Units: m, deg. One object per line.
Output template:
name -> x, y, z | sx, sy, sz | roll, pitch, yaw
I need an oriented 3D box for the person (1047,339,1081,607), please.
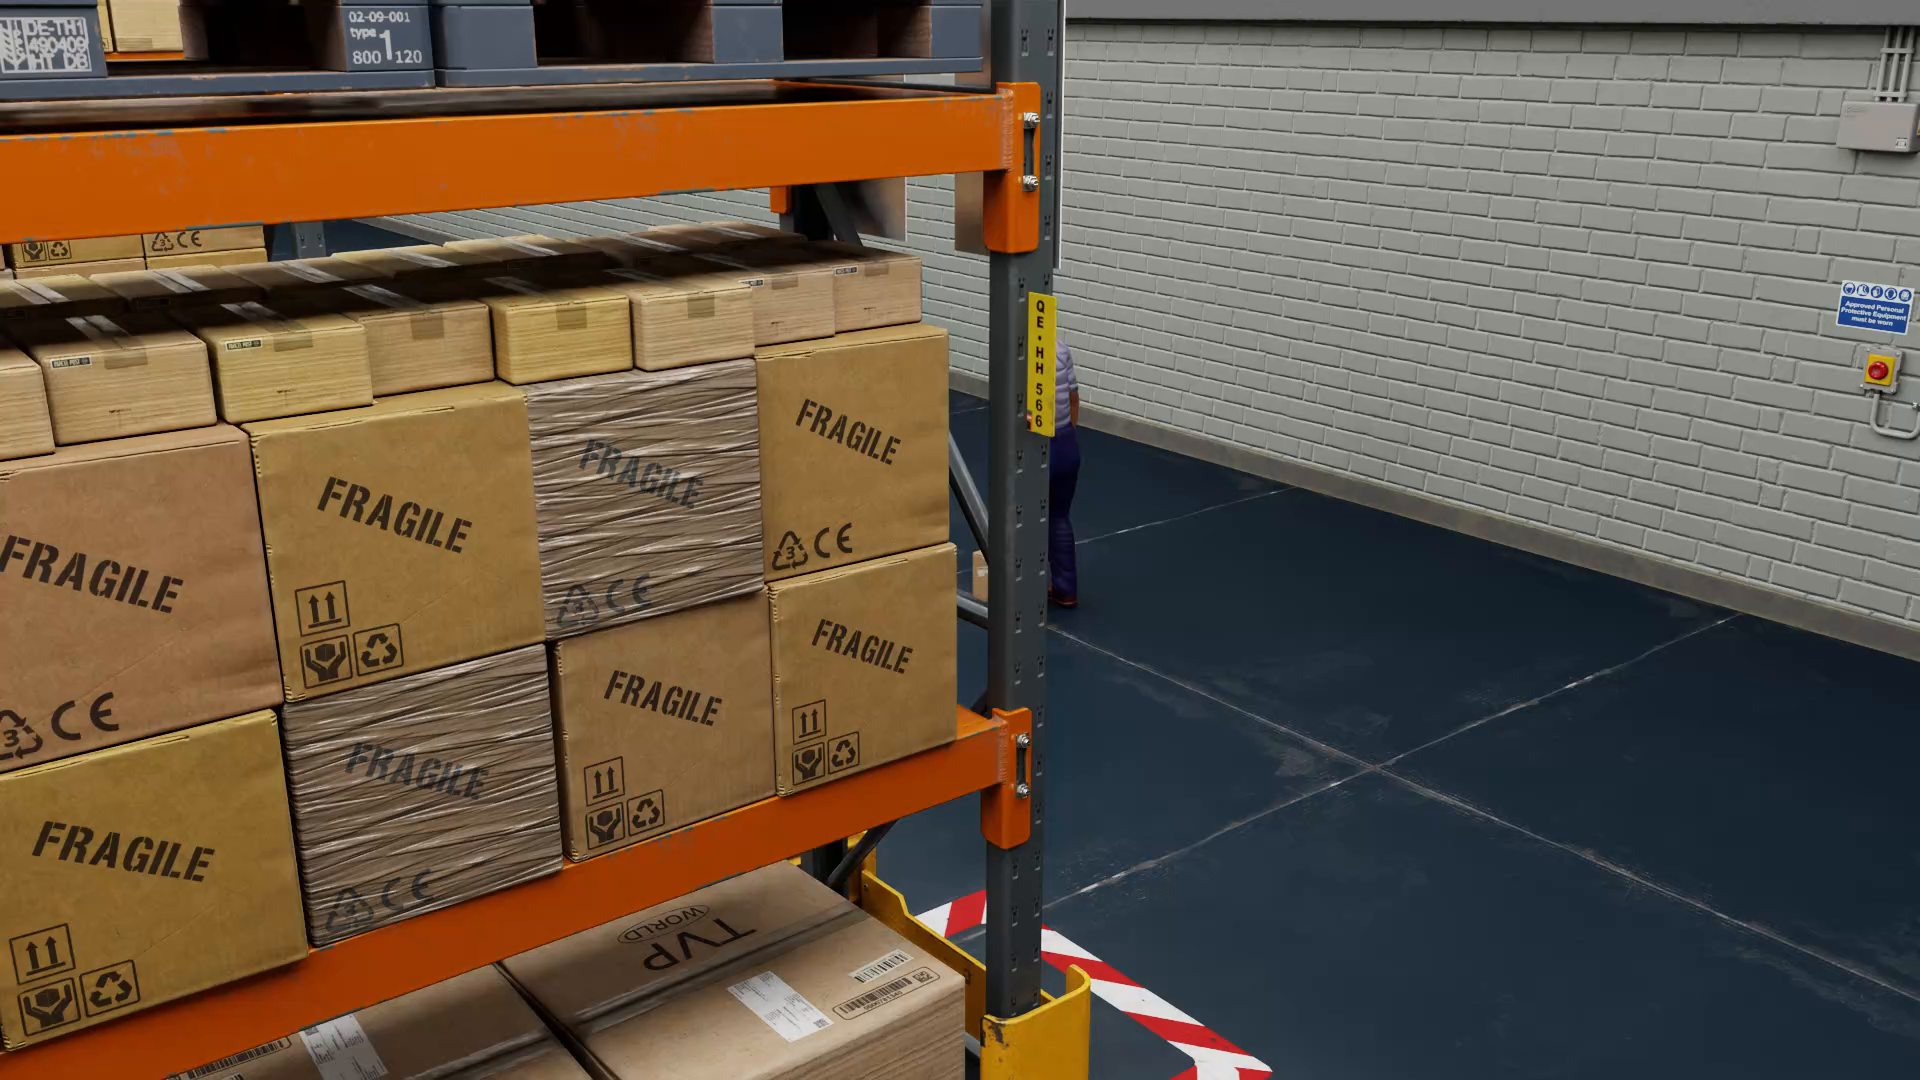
person -> 0.391, -0.423, 8.382 | 0.563, 1.651, 0.375 | -15, 23, -39
